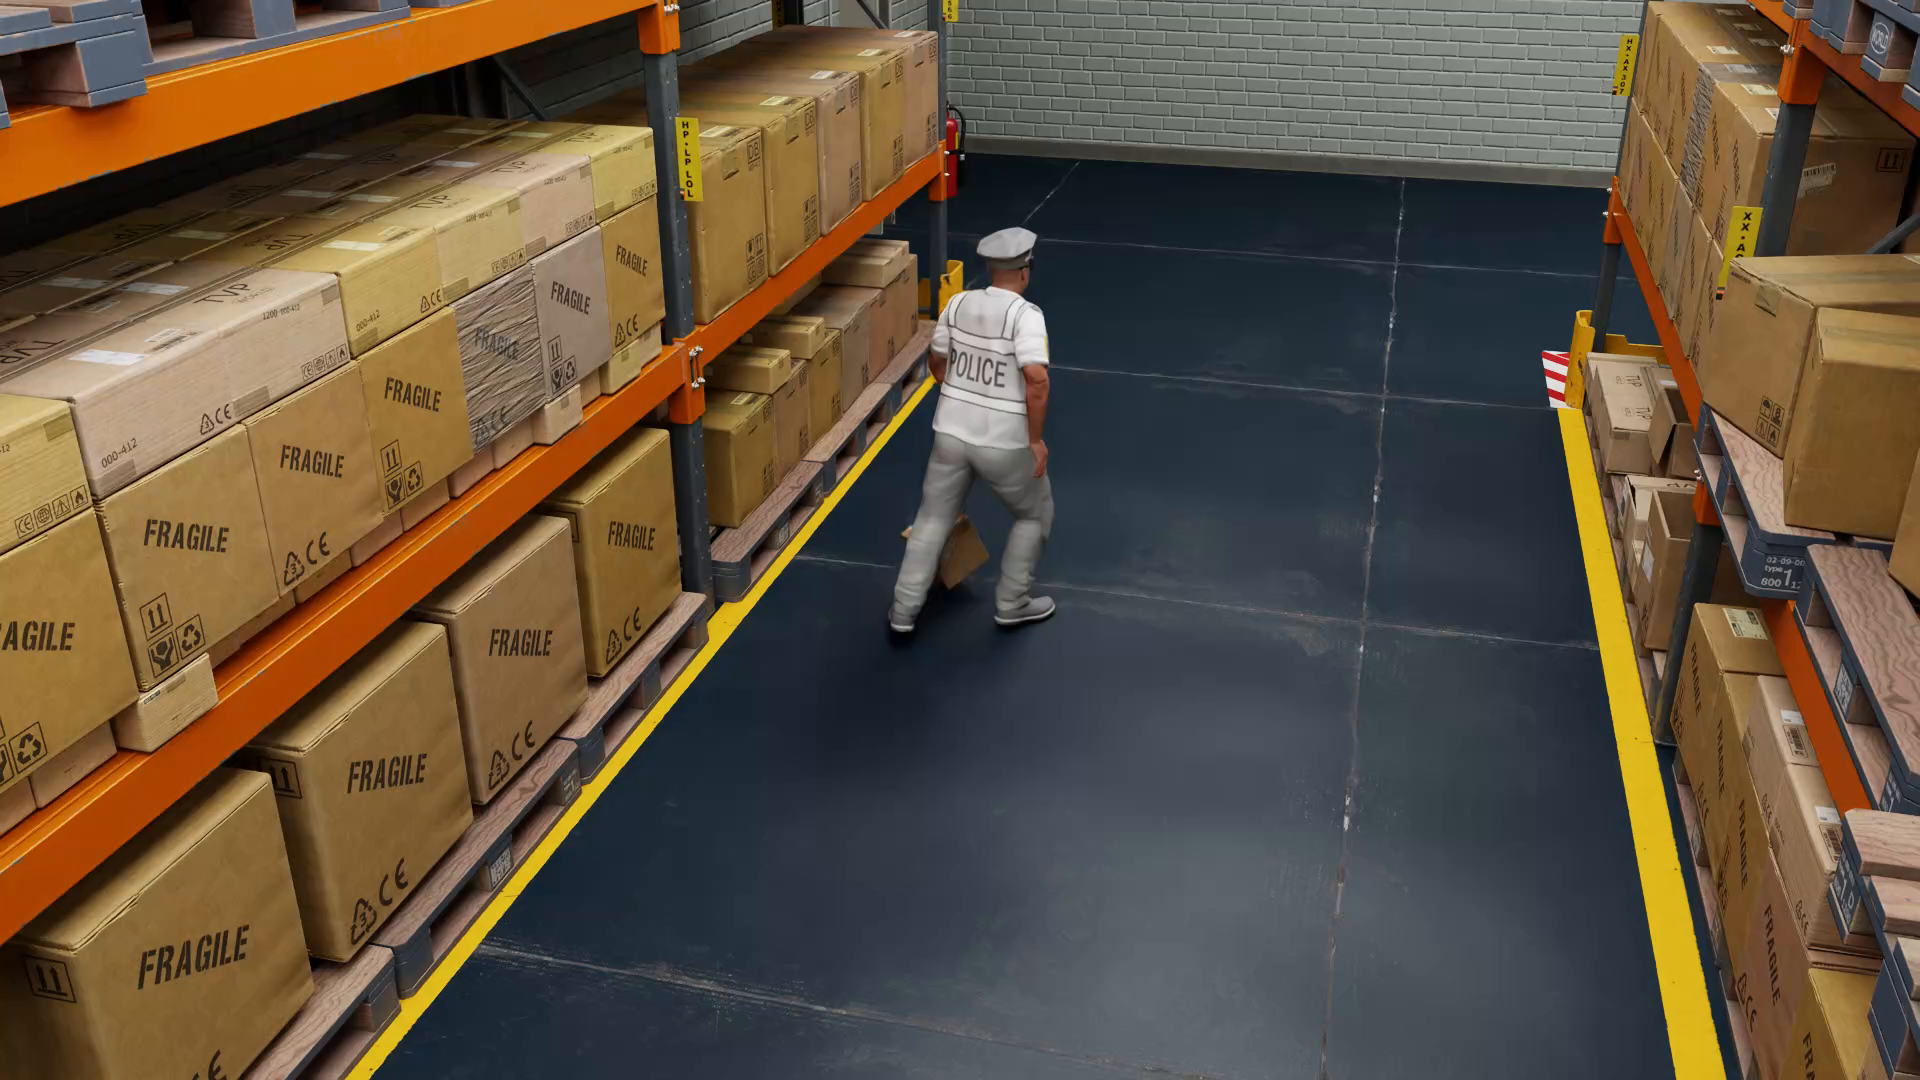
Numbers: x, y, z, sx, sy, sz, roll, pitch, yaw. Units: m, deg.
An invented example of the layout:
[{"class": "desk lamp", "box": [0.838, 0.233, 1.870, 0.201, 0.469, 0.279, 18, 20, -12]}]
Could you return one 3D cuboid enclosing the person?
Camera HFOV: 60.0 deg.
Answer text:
[{"class": "person", "box": [0.073, -0.410, 7.016, 0.696, 1.712, 0.738, 15, 29, 29]}]
